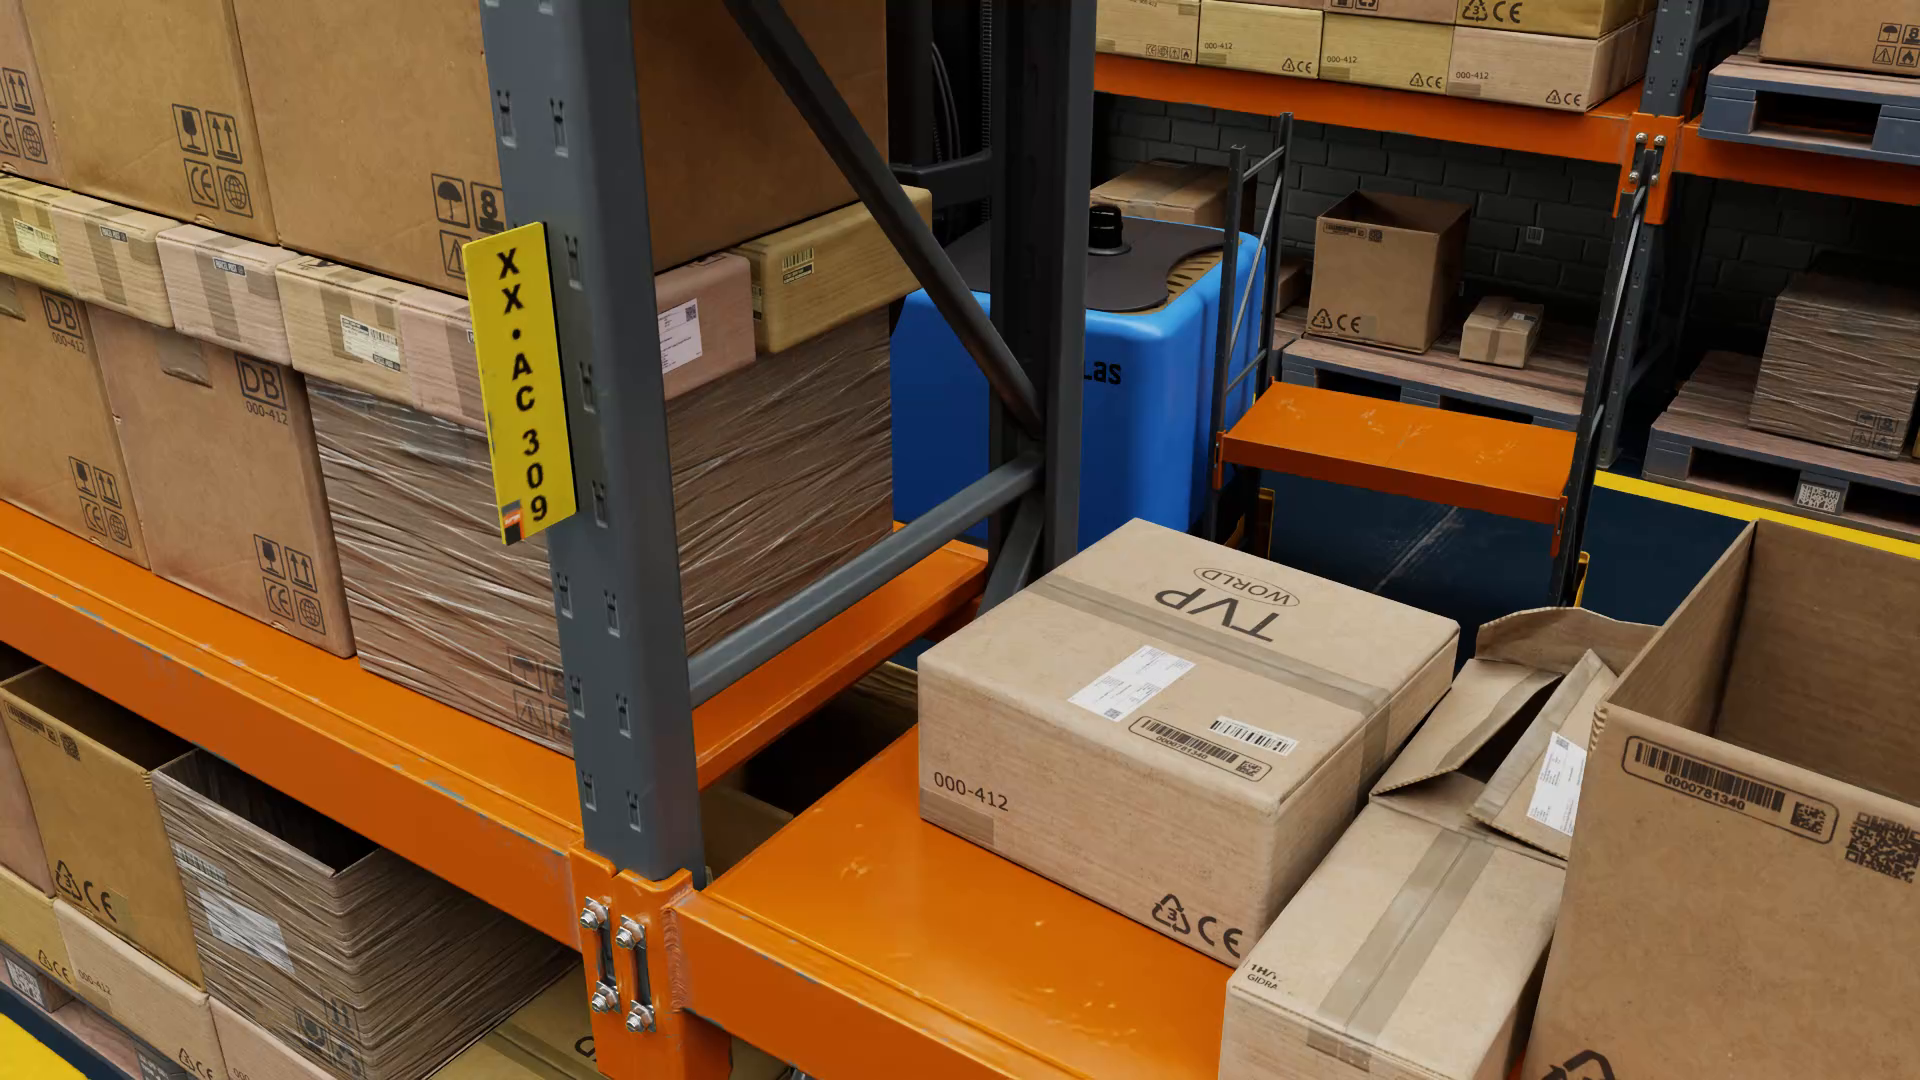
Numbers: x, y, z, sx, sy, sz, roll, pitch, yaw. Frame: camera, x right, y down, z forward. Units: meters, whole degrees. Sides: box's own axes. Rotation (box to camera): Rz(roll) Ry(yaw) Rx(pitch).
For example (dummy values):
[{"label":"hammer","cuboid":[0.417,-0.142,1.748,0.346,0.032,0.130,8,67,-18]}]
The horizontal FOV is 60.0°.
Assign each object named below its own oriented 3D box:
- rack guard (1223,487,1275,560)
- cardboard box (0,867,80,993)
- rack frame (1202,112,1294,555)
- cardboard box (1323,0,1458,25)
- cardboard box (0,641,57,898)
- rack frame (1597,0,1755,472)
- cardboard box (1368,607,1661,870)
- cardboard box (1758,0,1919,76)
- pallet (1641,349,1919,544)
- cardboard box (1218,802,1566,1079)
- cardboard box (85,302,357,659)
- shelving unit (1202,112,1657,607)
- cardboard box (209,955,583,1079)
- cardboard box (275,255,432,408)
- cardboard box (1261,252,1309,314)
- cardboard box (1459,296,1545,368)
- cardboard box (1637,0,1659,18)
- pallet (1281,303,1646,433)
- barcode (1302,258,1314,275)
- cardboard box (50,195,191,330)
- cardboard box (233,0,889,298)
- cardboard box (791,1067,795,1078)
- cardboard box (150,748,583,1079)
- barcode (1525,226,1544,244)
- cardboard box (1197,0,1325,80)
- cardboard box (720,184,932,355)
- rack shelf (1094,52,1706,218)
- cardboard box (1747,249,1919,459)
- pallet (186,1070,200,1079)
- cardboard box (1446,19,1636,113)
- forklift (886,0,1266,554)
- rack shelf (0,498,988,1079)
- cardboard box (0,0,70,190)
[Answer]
[{"label":"rack guard","cuboid":[0.883,0.058,5.360,0.087,0.250,0.587,13,30,24]},{"label":"cardboard box","cuboid":[-1.882,0.674,3.686,0.500,0.250,0.500,17,32,30]},{"label":"rack frame","cuboid":[0.866,-0.503,5.084,0.032,1.500,0.500,13,30,24]},{"label":"cardboard box","cuboid":[1.685,-2.204,6.091,0.500,0.500,0.500,17,32,30]},{"label":"cardboard box","cuboid":[-1.883,0.341,3.515,0.500,0.500,0.500,17,32,30]},{"label":"rack frame","cuboid":[2.665,-1.796,5.973,0.127,3.000,1.000,17,32,30]},{"label":"cardboard box","cuboid":[0.692,0.274,2.053,0.258,0.266,0.396,16,31,29]},{"label":"cardboard box","cuboid":[3.065,-1.894,5.568,0.500,0.500,0.700,17,32,30]},{"label":"pallet","cuboid":[3.307,-0.354,6.213,1.213,0.211,1.003,17,32,30]},{"label":"cardboard box","cuboid":[0.478,0.473,1.791,0.250,0.149,0.380,17,32,30]},{"label":"cardboard box","cuboid":[-0.944,-0.233,2.790,0.500,0.500,0.700,17,32,30]},{"label":"shelving unit","cuboid":[1.328,-0.397,4.877,1.083,1.500,0.587,13,30,24]},{"label":"cardboard box","cuboid":[-1.049,0.925,3.193,0.500,0.250,0.500,17,32,30]},{"label":"cardboard box","cuboid":[-0.685,-0.331,2.268,0.250,0.149,0.380,17,31,29]},{"label":"cardboard box","cuboid":[1.358,-1.140,7.341,0.250,0.149,0.380,15,30,26]},{"label":"cardboard box","cuboid":[2.207,-0.856,6.763,0.250,0.166,0.380,13,30,24]},{"label":"cardboard box","cuboid":[2.396,-2.271,6.223,0.500,0.500,0.500,16,31,29]},{"label":"pallet","cuboid":[2.091,-0.713,6.918,1.213,0.211,1.003,17,32,30]},{"label":"barcode","cuboid":[1.544,-1.209,7.353,0.075,0.075,0.001,17,32,30]},{"label":"cardboard box","cuboid":[-1.119,-0.464,2.530,0.250,0.149,0.380,17,32,30]},{"label":"cardboard box","cuboid":[-0.506,-0.678,2.234,0.500,0.500,0.700,17,32,31]},{"label":"cardboard box","cuboid":[-0.347,0.862,3.317,0.500,0.250,0.500,17,32,30]},{"label":"cardboard box","cuboid":[-1.048,0.591,3.024,0.500,0.500,0.500,17,32,30]},{"label":"barcode","cuboid":[2.356,-1.249,6.816,0.075,0.075,0.001,17,32,30]},{"label":"cardboard box","cuboid":[1.273,-2.001,6.518,0.500,0.250,0.500,17,32,30]},{"label":"cardboard box","cuboid":[-0.249,-0.418,2.440,0.250,0.149,0.380,17,32,30]},{"label":"rack shelf","cuboid":[1.016,-1.989,7.145,4.000,0.370,1.077,17,32,30]},{"label":"cardboard box","cuboid":[3.281,-0.696,6.081,0.500,0.500,0.700,19,32,32]},{"label":"pallet","cuboid":[-0.769,1.079,3.396,1.213,0.211,1.003,17,32,30]},{"label":"cardboard box","cuboid":[2.103,-1.747,6.018,0.500,0.250,0.500,17,32,30]},{"label":"forklift","cuboid":[-0.562,-1.434,5.337,3.031,2.935,1.130,13,30,24]},{"label":"rack shelf","cuboid":[-1.785,-0.136,3.504,4.000,0.370,1.077,17,32,30]},{"label":"cardboard box","cuboid":[-1.336,-0.936,2.741,0.500,0.500,0.700,17,32,30]}]
